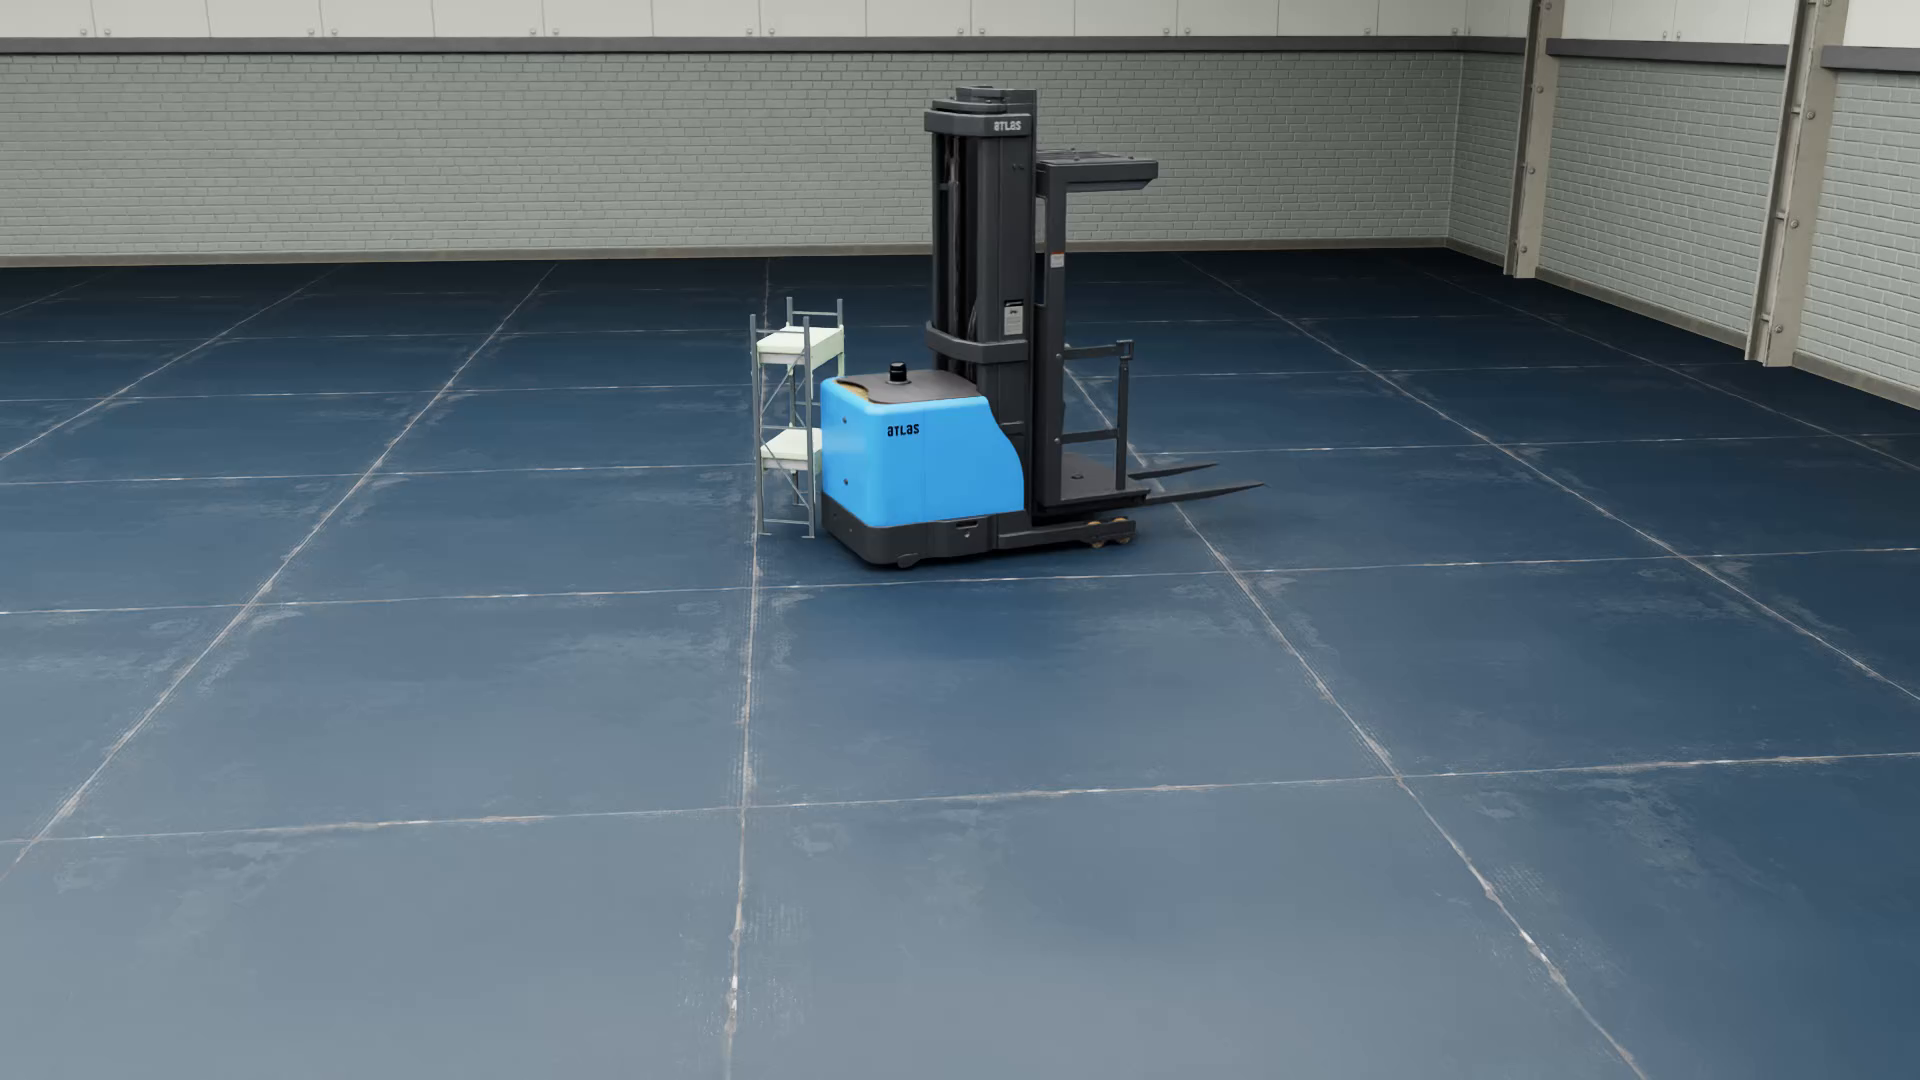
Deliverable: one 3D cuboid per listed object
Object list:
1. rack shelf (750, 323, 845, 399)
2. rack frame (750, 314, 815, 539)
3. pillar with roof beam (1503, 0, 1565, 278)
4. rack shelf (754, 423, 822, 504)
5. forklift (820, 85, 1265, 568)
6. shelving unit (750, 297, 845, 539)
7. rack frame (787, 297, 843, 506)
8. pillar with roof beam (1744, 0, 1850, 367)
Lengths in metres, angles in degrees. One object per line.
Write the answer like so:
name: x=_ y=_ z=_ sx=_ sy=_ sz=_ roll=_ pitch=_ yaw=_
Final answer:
rack shelf: x=-1.089 y=-1.220 z=11.256 sx=0.431 sy=0.370 sz=0.720 roll=4 pitch=18 yaw=13
rack frame: x=-1.173 y=-0.741 z=11.033 sx=0.400 sy=1.500 sz=0.023 roll=4 pitch=18 yaw=13
pillar with roof beam: x=3.338 y=-7.756 z=20.857 sx=9.100 sy=9.000 sz=0.400 roll=-2 pitch=18 yaw=-6
rack shelf: x=-1.089 y=-0.537 z=11.471 sx=0.431 sy=0.370 sz=0.720 roll=4 pitch=18 yaw=13
forklift: x=0.625 y=-1.493 z=11.038 sx=3.031 sy=2.935 sz=1.130 roll=-7 pitch=19 yaw=-22
shelving unit: x=-1.089 y=-0.848 z=11.373 sx=0.431 sy=1.500 sz=0.755 roll=4 pitch=18 yaw=13
rack frame: x=-1.004 y=-0.954 z=11.713 sx=0.400 sy=1.500 sz=0.023 roll=4 pitch=18 yaw=13
pillar with roof beam: x=3.957 y=-5.968 z=15.163 sx=9.100 sy=9.000 sz=0.400 roll=-2 pitch=18 yaw=-6
